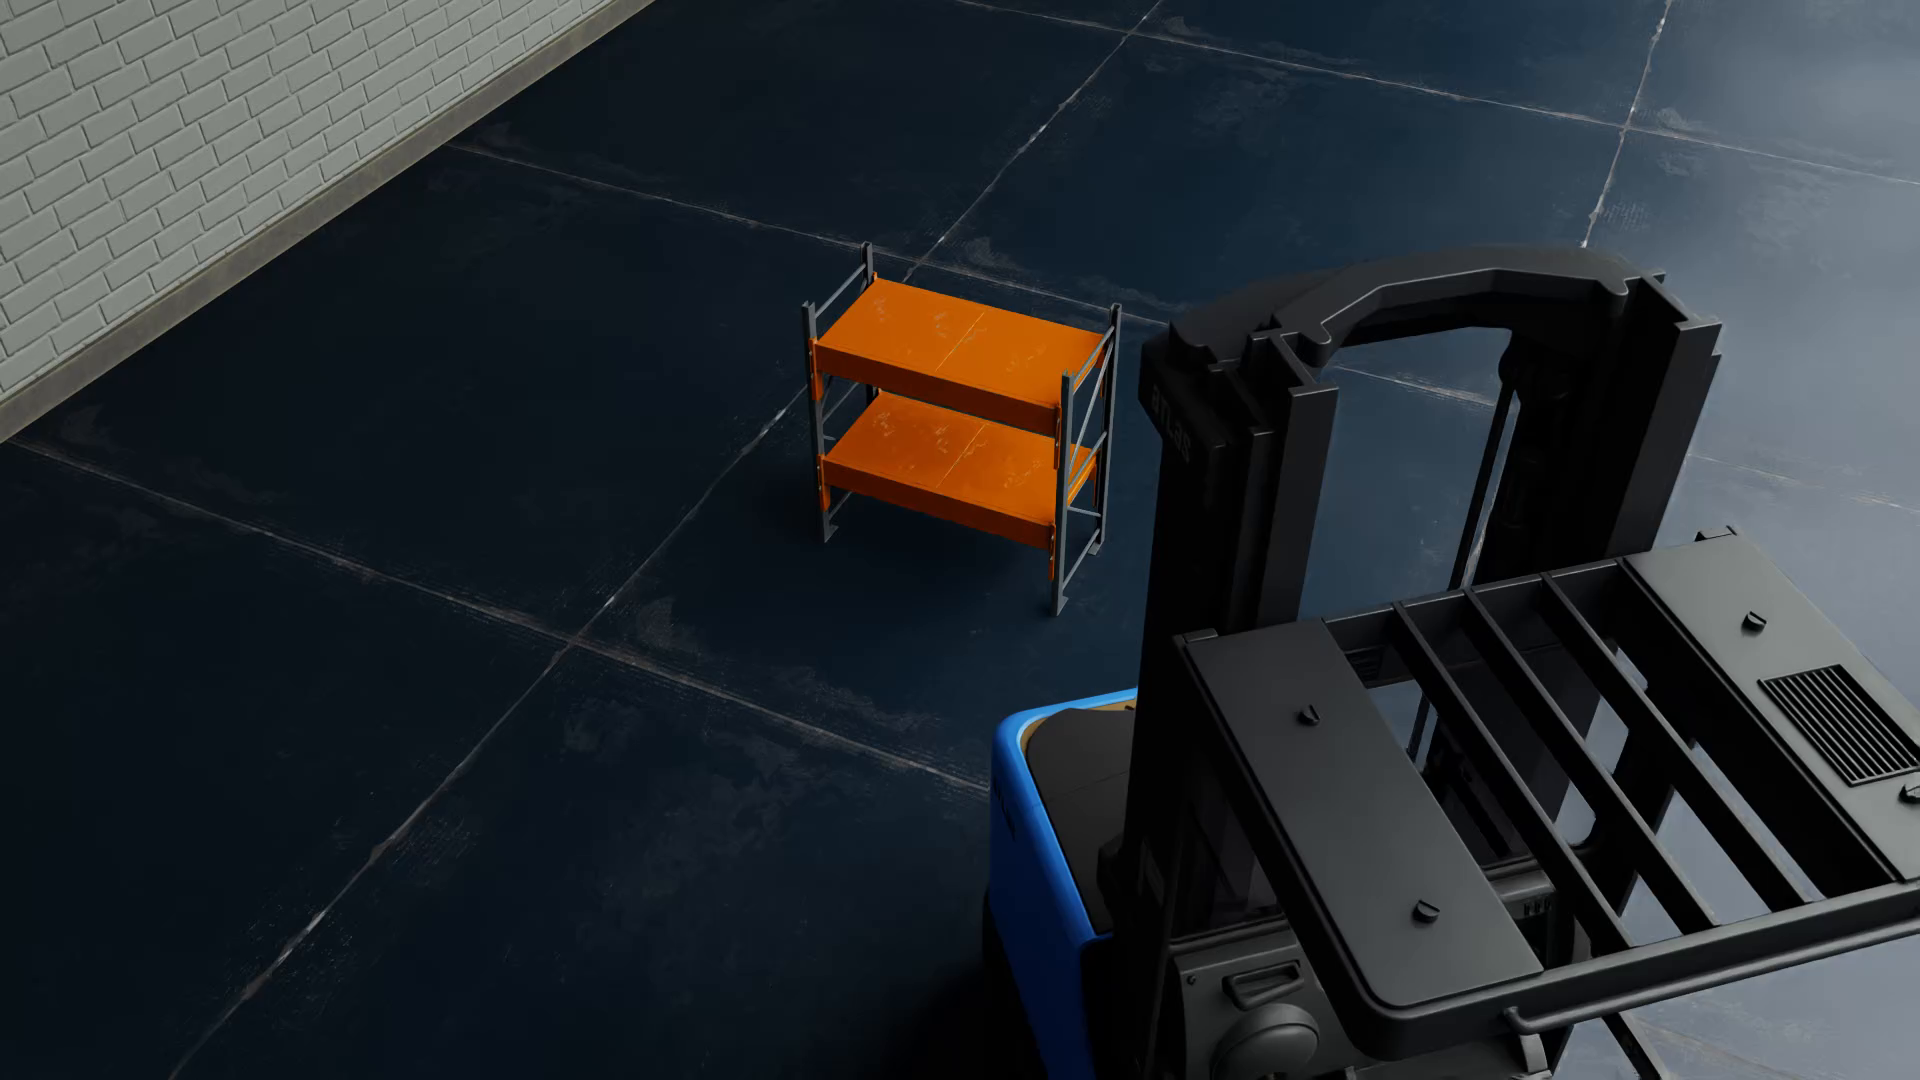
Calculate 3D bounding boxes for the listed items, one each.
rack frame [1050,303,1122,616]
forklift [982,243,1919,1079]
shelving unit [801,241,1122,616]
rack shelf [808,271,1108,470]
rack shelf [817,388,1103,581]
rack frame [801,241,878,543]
[{"bbox_3d":[0.467,-0.282,6.217,0.032,1.125,0.500,17,44,19],"label":"rack frame"},{"bbox_3d":[0.954,1.034,3.320,1.130,2.935,3.031,-10,42,-12],"label":"forklift"},{"bbox_3d":[0.006,-0.423,6.379,1.048,1.125,0.538,17,44,19],"label":"shelving unit"},{"bbox_3d":[0.006,-0.644,6.188,1.000,0.278,0.538,17,44,19],"label":"rack shelf"},{"bbox_3d":[0.006,-0.238,6.540,1.000,0.278,0.538,17,44,19],"label":"rack shelf"},{"bbox_3d":[-0.455,-0.564,6.542,0.032,1.125,0.500,17,44,19],"label":"rack frame"}]
